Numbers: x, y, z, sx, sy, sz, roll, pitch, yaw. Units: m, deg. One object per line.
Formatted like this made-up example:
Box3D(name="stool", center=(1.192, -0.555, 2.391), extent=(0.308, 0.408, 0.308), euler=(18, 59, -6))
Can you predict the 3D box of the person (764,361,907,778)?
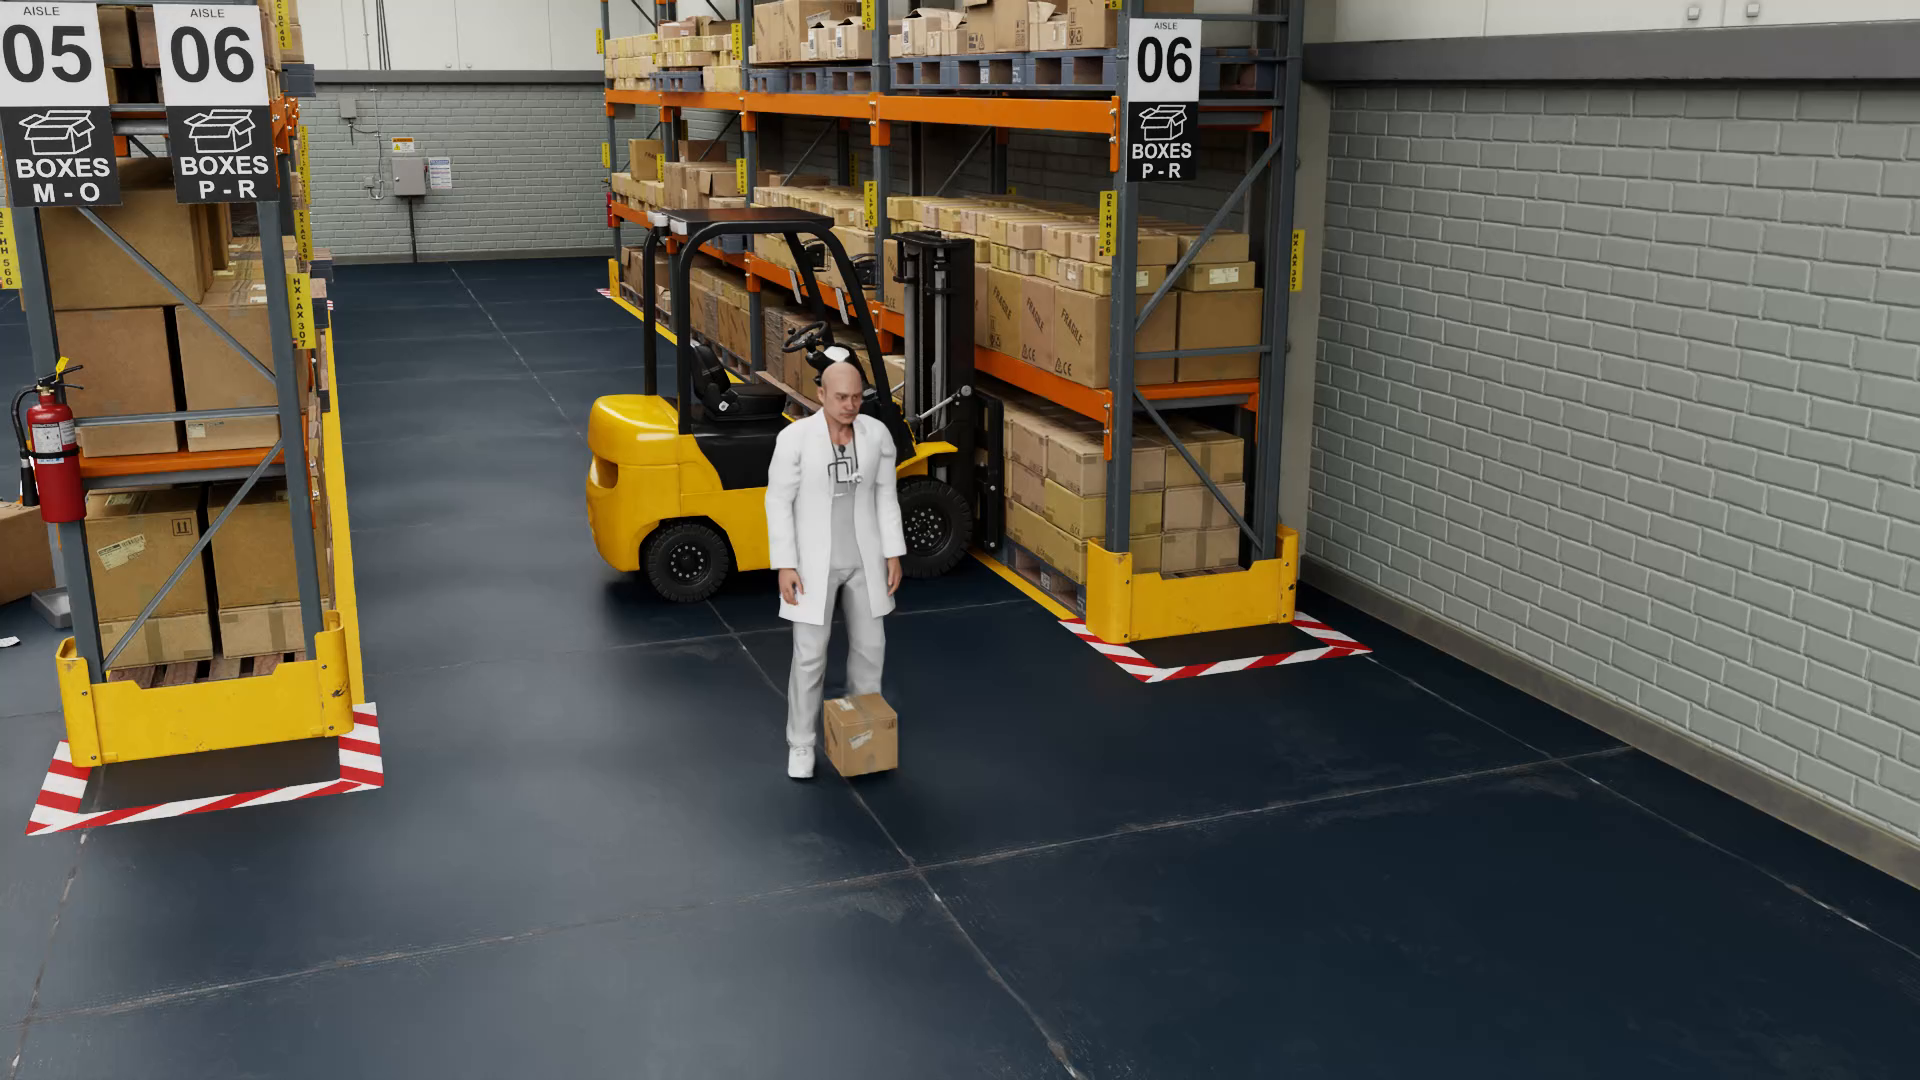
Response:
Box3D(name="person", center=(-0.523, 0.111, 7.148), extent=(0.612, 1.775, 0.426), euler=(-6, 17, -22))
